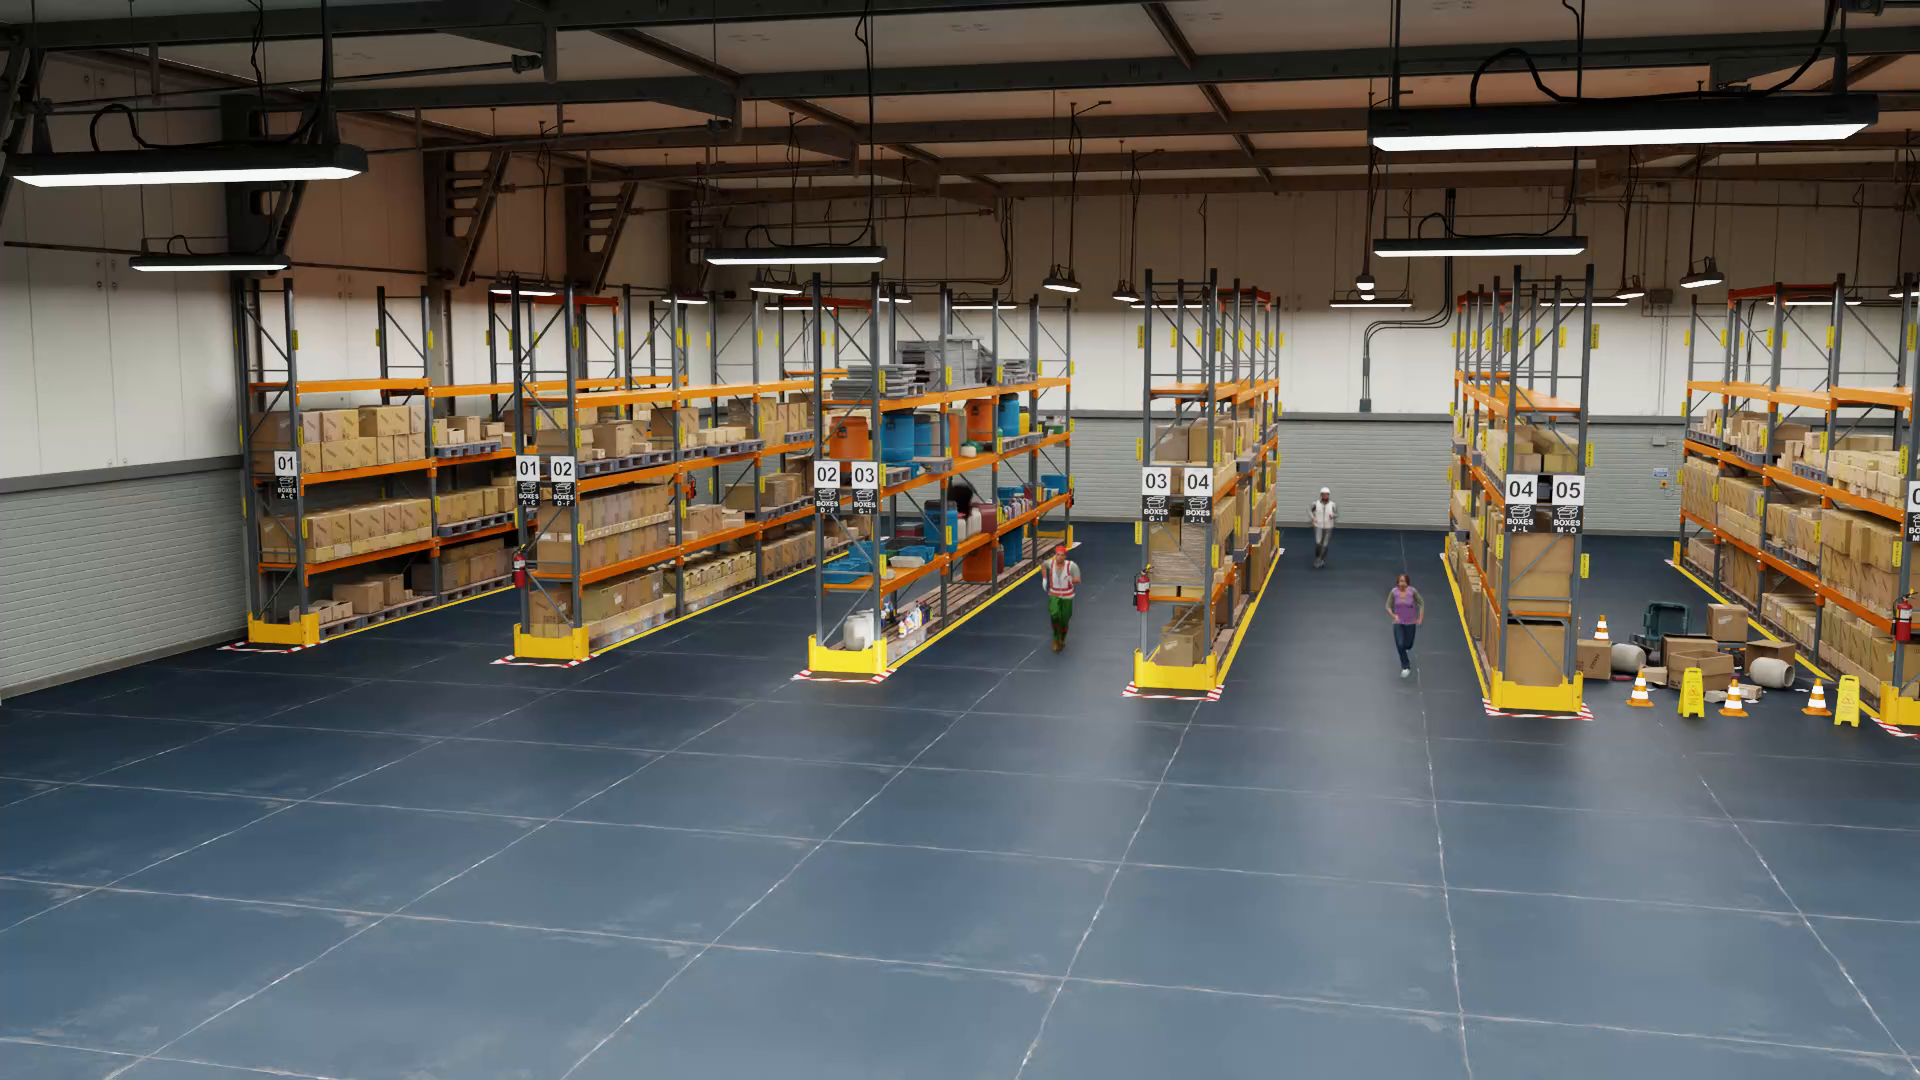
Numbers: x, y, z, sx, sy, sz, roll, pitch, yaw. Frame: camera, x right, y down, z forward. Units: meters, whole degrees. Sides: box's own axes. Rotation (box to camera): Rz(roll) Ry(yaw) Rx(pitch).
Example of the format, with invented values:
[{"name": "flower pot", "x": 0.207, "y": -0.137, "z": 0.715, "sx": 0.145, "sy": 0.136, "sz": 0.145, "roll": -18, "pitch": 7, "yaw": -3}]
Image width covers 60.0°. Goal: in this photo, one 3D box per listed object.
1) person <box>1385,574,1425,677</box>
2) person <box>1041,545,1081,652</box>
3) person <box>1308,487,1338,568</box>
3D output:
[{"name": "person", "x": 6.687, "y": 1.262, "z": 25.023, "sx": 0.574, "sy": 1.557, "sz": 0.653, "roll": 2, "pitch": 7, "yaw": 15}, {"name": "person", "x": 1.614, "y": 0.921, "z": 26.648, "sx": 0.643, "sy": 1.725, "sz": 0.920, "roll": 0, "pitch": 7, "yaw": 4}, {"name": "person", "x": 8.022, "y": -0.264, "z": 36.718, "sx": 0.633, "sy": 1.795, "sz": 0.732, "roll": 1, "pitch": 7, "yaw": 6}]
